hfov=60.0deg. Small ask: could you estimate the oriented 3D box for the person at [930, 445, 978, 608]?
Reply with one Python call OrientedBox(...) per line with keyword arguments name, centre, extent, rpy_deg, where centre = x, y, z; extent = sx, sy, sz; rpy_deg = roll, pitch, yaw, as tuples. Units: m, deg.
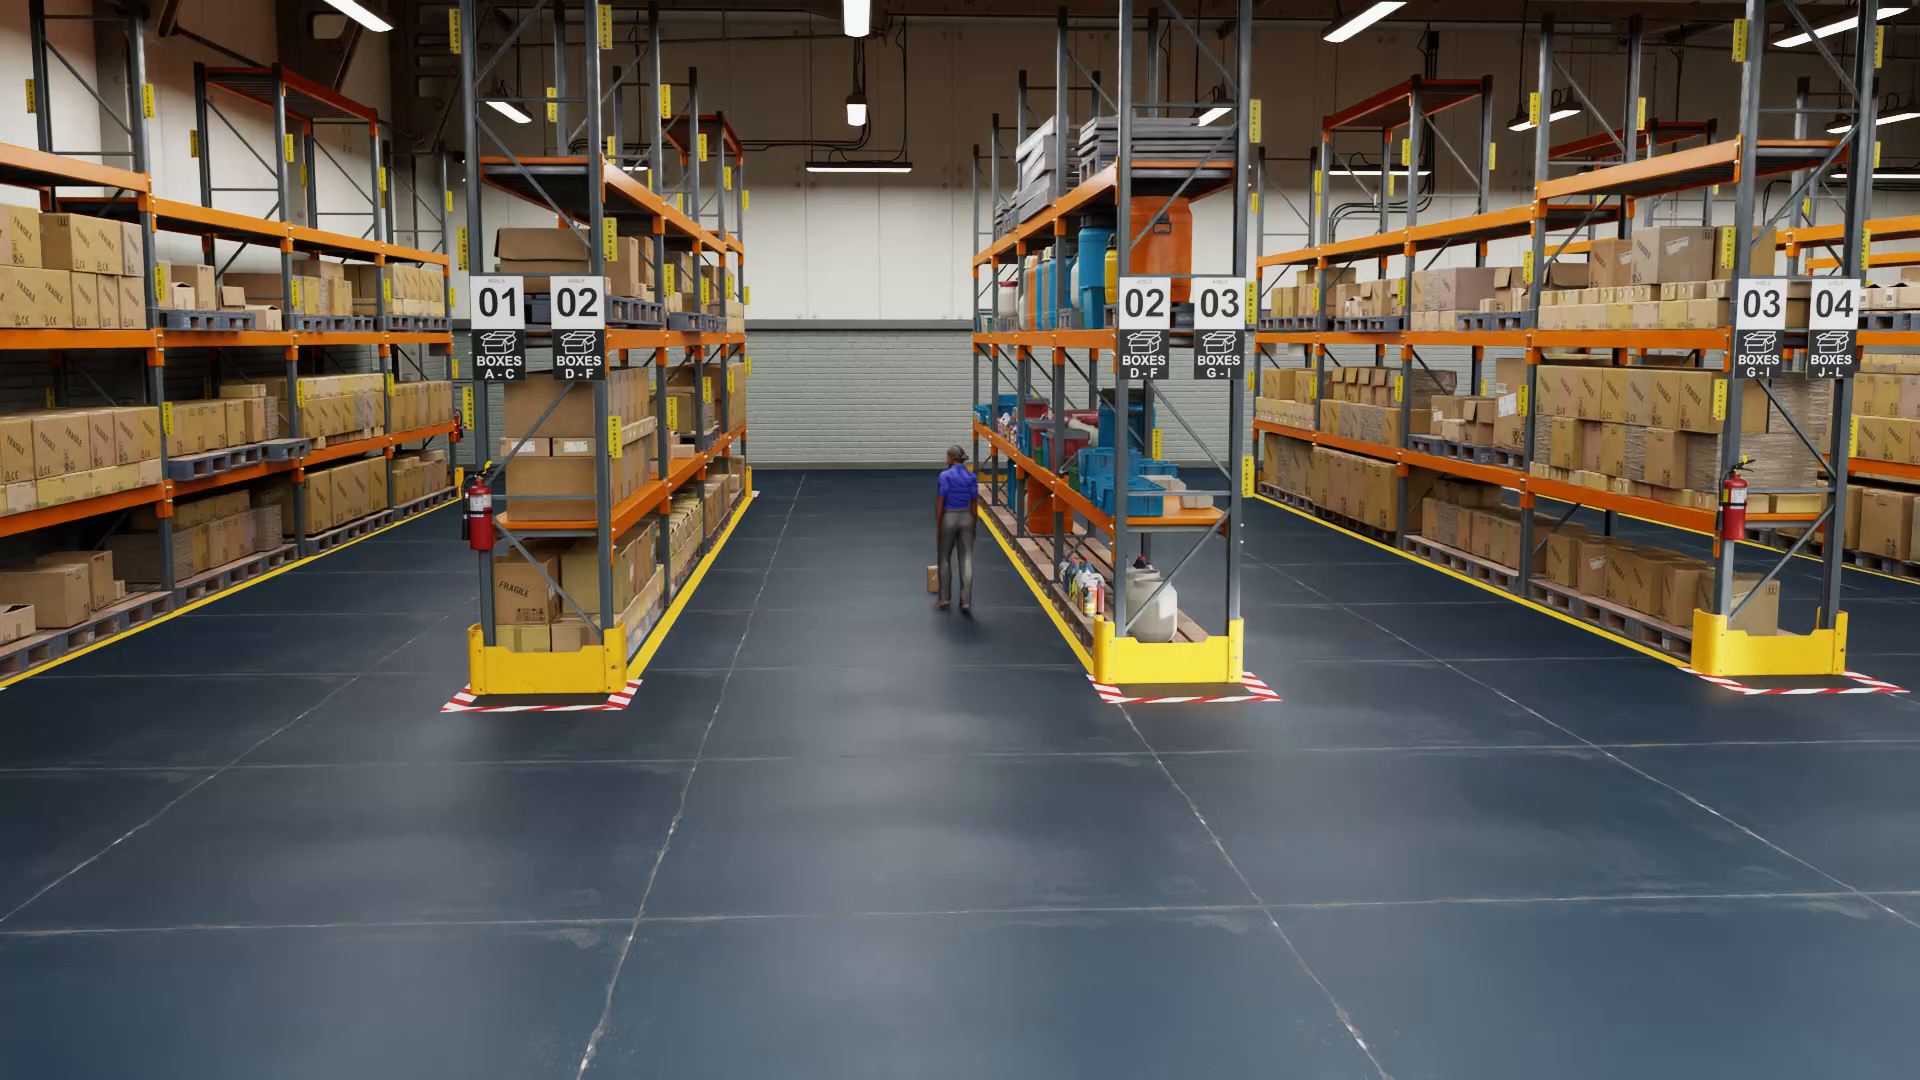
OrientedBox(name="person", centre=(-0.023, -0.104, 16.750), extent=(0.465, 1.701, 0.618), rpy_deg=(-2, 7, -15))
